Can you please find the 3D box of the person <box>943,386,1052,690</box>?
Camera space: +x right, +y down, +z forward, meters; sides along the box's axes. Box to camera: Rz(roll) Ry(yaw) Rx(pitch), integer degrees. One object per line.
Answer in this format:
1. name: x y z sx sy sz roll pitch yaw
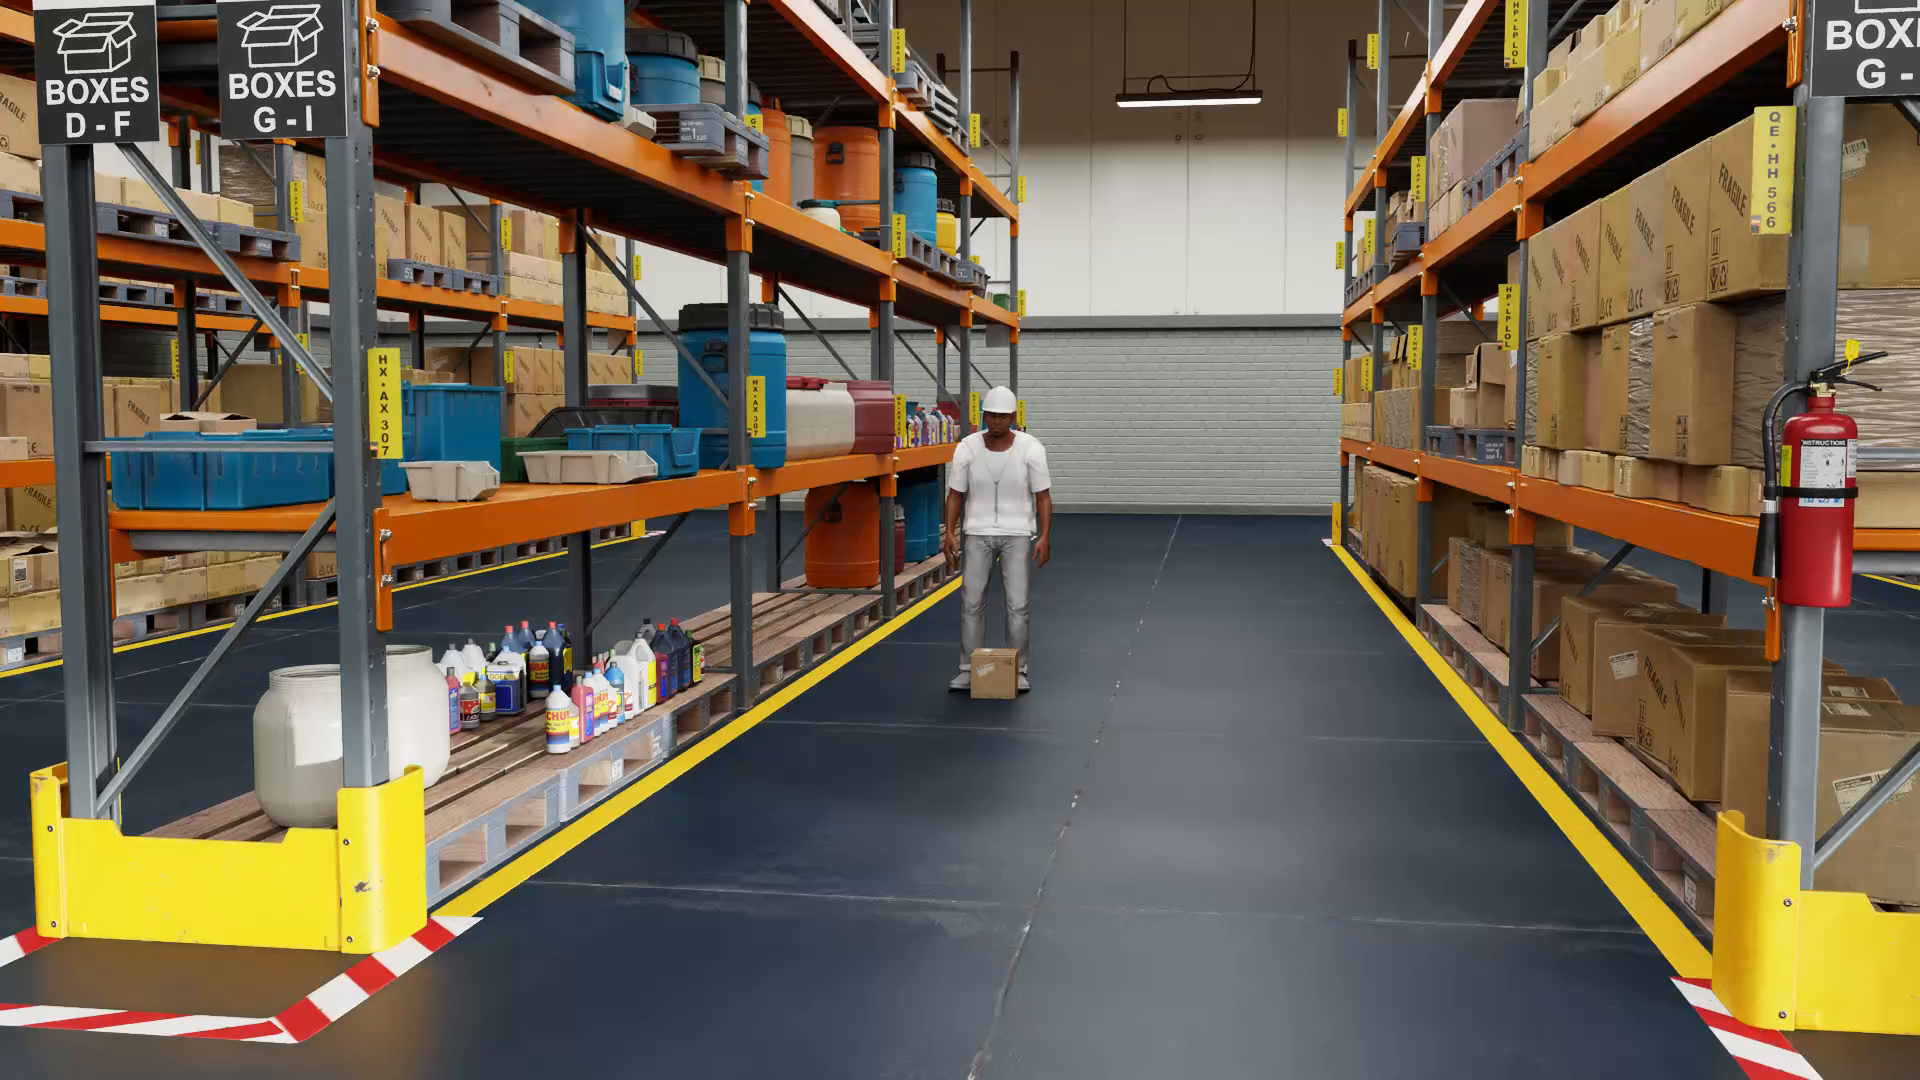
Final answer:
1. person: 0.216 -0.007 9.645 0.628 1.757 0.457 1 4 9
